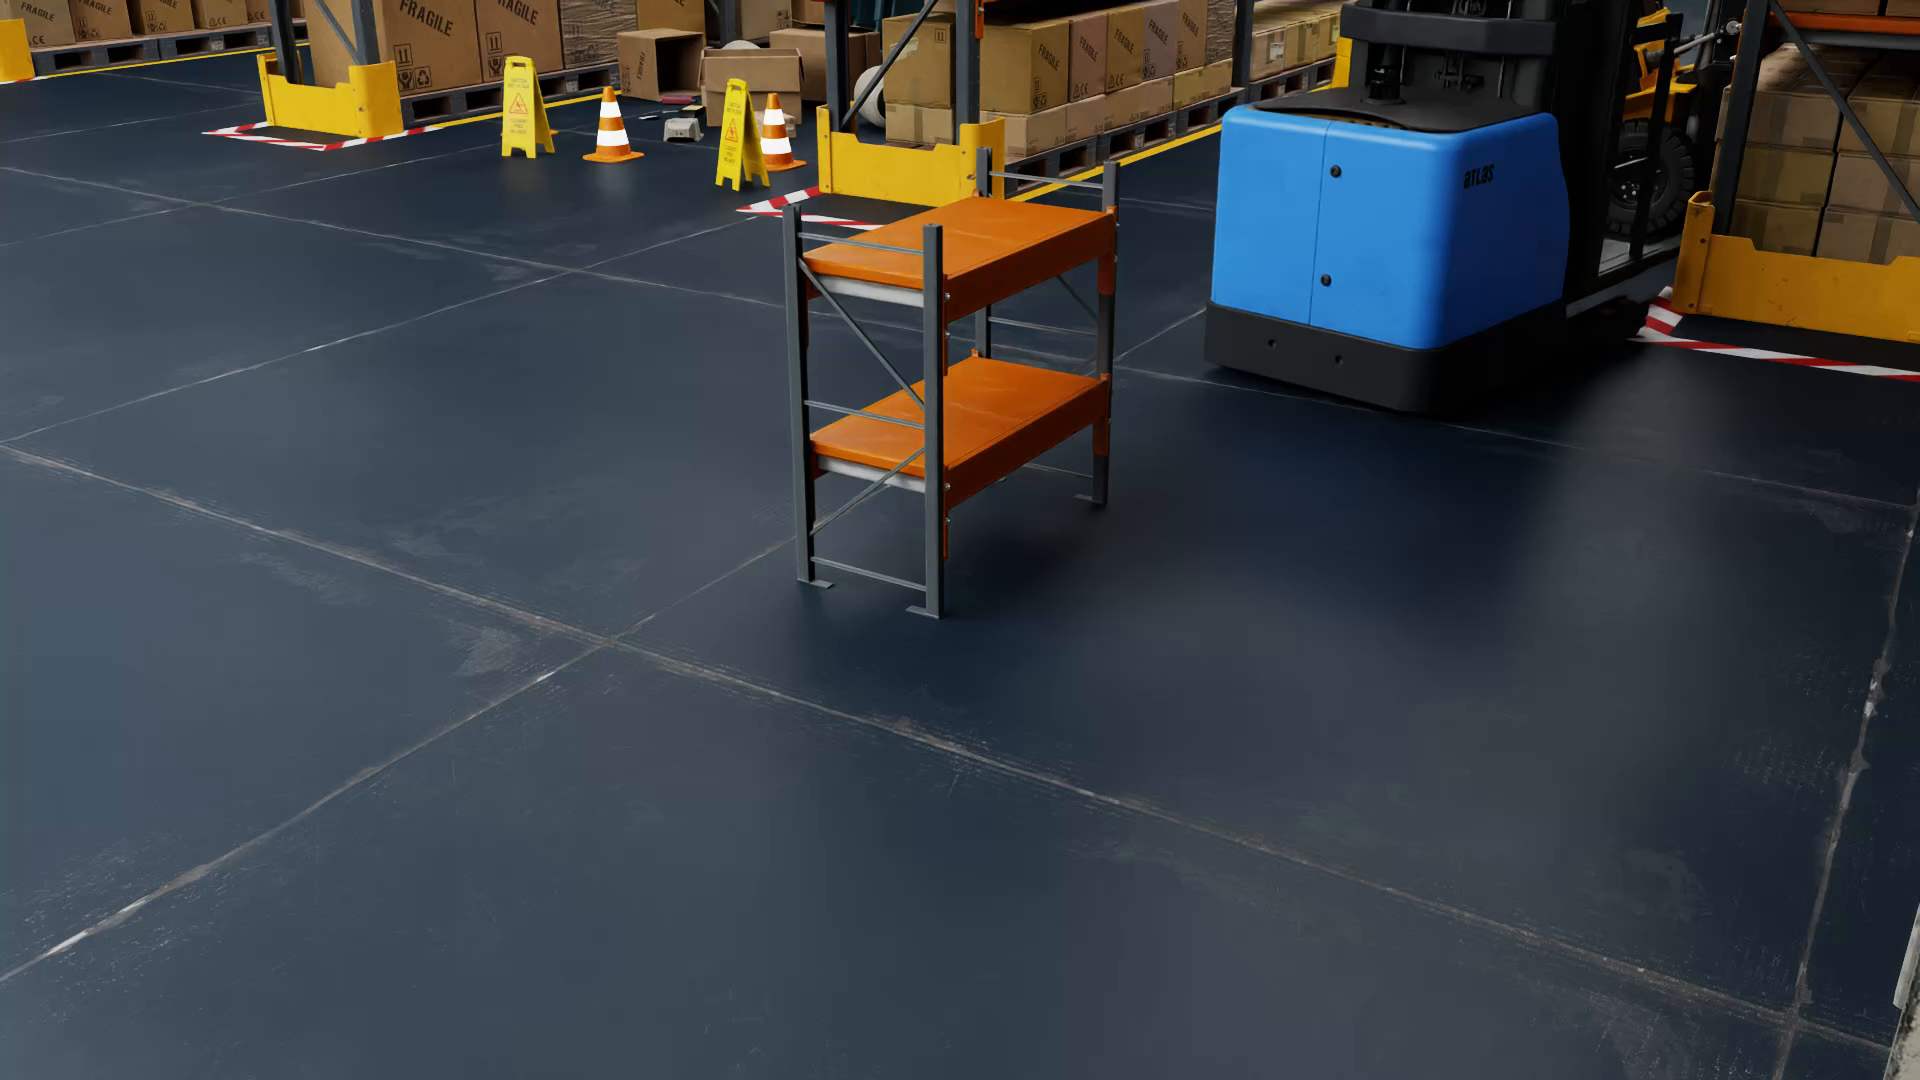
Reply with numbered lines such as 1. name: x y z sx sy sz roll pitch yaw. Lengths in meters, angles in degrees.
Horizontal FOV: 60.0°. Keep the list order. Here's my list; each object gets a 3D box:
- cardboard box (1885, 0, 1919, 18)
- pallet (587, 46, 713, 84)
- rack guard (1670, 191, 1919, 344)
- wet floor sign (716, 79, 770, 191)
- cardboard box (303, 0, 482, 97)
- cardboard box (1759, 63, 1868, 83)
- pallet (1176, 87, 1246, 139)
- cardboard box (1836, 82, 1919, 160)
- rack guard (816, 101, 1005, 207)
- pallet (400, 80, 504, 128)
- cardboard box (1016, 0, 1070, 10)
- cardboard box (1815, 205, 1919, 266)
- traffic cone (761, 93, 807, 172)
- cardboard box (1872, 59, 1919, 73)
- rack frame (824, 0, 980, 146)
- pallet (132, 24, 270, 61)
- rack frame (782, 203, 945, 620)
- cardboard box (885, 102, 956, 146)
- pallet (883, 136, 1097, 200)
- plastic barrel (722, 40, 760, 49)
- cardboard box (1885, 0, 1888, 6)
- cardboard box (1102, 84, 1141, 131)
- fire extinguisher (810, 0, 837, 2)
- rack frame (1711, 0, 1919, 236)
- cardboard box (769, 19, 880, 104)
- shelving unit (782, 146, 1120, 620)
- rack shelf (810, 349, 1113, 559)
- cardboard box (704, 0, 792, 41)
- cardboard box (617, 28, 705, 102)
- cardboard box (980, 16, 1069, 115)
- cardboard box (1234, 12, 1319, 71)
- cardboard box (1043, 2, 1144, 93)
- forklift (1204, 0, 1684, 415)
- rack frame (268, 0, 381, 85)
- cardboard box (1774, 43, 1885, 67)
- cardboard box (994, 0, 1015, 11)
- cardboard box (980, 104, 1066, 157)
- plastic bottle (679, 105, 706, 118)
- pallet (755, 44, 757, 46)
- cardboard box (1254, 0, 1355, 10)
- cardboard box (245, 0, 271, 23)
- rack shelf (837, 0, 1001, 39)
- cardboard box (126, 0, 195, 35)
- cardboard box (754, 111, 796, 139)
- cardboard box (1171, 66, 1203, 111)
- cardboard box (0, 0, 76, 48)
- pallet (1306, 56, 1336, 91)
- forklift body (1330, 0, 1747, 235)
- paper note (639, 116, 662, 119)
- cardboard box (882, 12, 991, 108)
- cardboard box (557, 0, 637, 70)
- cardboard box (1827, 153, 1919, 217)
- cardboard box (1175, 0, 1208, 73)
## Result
1. cardboard box: 4.375 -2.538 7.210 0.500 0.500 0.500 15 27 31
2. pallet: -2.958 -4.255 14.813 1.003 0.211 1.213 14 27 29
3. rack guard: 3.865 -1.227 7.456 1.175 0.500 0.348 14 27 29
4. wet floor sign: -1.351 -2.501 10.216 0.232 0.644 0.267 -17 29 -35
5. cardboard box: -4.298 -3.885 12.595 0.875 0.875 0.875 14 27 29
6. cardboard box: 4.120 -2.167 8.153 0.500 0.250 0.500 14 27 30
7. pallet: 1.444 -3.258 12.510 1.003 0.211 1.213 14 27 29
8. cardboard box: 4.292 -1.895 7.525 0.500 0.250 0.500 13 27 28
9. rack guard: -0.301 -2.300 9.934 1.175 0.500 0.348 14 27 29
10. pallet: -4.245 -3.431 12.911 1.003 0.211 1.213 14 27 29
11. cardboard box: 0.404 -3.367 11.241 0.500 0.500 0.500 13 27 28
12. cardboard box: 4.303 -1.438 7.729 0.500 0.250 0.500 14 27 29
13. traffic cone: -1.210 -2.673 10.842 0.336 0.463 0.334 14 27 29
14. cardboard box: 4.825 -2.231 8.301 0.500 0.250 0.500 14 27 29
15. rack frame: -0.341 -3.422 9.378 1.000 3.000 0.127 14 27 29
16. pallet: -7.617 -4.921 16.352 1.003 0.211 1.213 14 27 29
17. rack frame: -0.265 -0.347 4.635 0.500 1.125 0.032 14 27 29
18. cardboard box: -0.131 -2.690 10.620 0.500 0.250 0.500 14 27 29
19. pallet: 0.157 -2.434 10.608 1.003 0.211 1.213 14 27 29
20. plastic barrel: -1.785 -3.888 13.699 0.421 0.421 0.512 -7 24 -17
21. cardboard box: 4.196 -2.823 7.869 0.500 0.500 0.500 15 27 31
22. cardboard box: 0.872 -2.924 11.162 0.500 0.250 0.500 16 28 32
23. fire extinguisher: -0.793 -3.444 9.527 0.296 0.674 0.183 14 27 29
24. rack frame: 3.878 -2.383 6.978 1.000 3.000 0.127 14 27 29
25. cardboard box: -1.079 -3.779 13.175 0.797 0.637 0.503 14 27 29
26. shelving unit: 0.004 -0.518 5.032 0.538 1.125 1.048 14 27 29
27. rack shelf: 0.004 -0.294 5.129 0.538 0.278 1.000 14 27 29
28. cardboard box: -2.239 -5.164 15.705 1.050 0.750 0.750 14 27 29
29. cardboard box: -2.437 -3.890 13.603 0.500 0.500 0.500 20 30 38
30. cardboard box: 0.331 -2.919 10.206 0.500 0.500 0.500 13 27 27
31. cardboard box: 2.420 -4.179 13.908 0.950 0.372 0.625 16 28 32
32. cardboard box: 0.875 -3.264 11.003 0.500 0.500 0.500 14 27 30
33. forklift: 2.382 -2.307 6.890 1.130 2.935 3.031 21 31 40
34. rack frame: -4.600 -4.425 11.695 1.000 3.000 0.127 14 27 29
35. cardboard box: 4.651 -2.509 8.943 0.500 0.250 0.500 13 27 28
36. cardboard box: 0.132 -3.541 10.827 0.380 0.149 0.250 14 27 30
37. cardboard box: 0.319 -2.567 10.336 0.500 0.250 0.500 14 27 29
38. plastic bottle: -2.051 -3.305 12.808 0.133 0.061 0.283 5 24 11
39. pallet: -1.504 -5.185 16.961 1.003 0.211 1.213 14 27 29
40. cardboard box: 3.190 -4.669 15.039 0.950 0.372 0.625 13 27 28
41. cardboard box: -7.191 -5.572 16.964 0.500 0.500 0.500 -18 29 -36
42. rack shelf: 0.714 -3.766 11.080 1.077 0.370 4.000 14 27 29
43. cardboard box: -7.784 -5.167 16.029 0.500 0.500 0.500 17 29 34
44. cardboard box: -1.366 -2.979 11.944 0.250 0.149 0.380 -12 26 -26
45. cardboard box: 1.413 -3.265 11.948 0.500 0.250 0.500 13 27 28
46. cardboard box: -8.417 -4.751 15.067 0.500 0.500 0.500 20 30 38
47. pallet: 2.821 -4.168 14.613 1.003 0.211 1.213 14 27 29
48. forklift body: 3.328 -3.015 9.508 2.313 2.155 1.214 14 27 29
49. paper note: -2.352 -3.221 12.654 0.142 0.017 0.144 -17 29 -35
50. cardboard box: -0.140 -3.022 10.443 0.500 0.500 0.500 14 27 29
51. cardboard box: -3.353 -4.490 13.992 0.875 0.875 0.875 14 27 29
52. cardboard box: 4.302 -1.658 7.608 0.500 0.250 0.500 14 27 30
53. cardboard box: 1.418 -3.619 11.822 0.500 0.500 0.500 14 27 30
